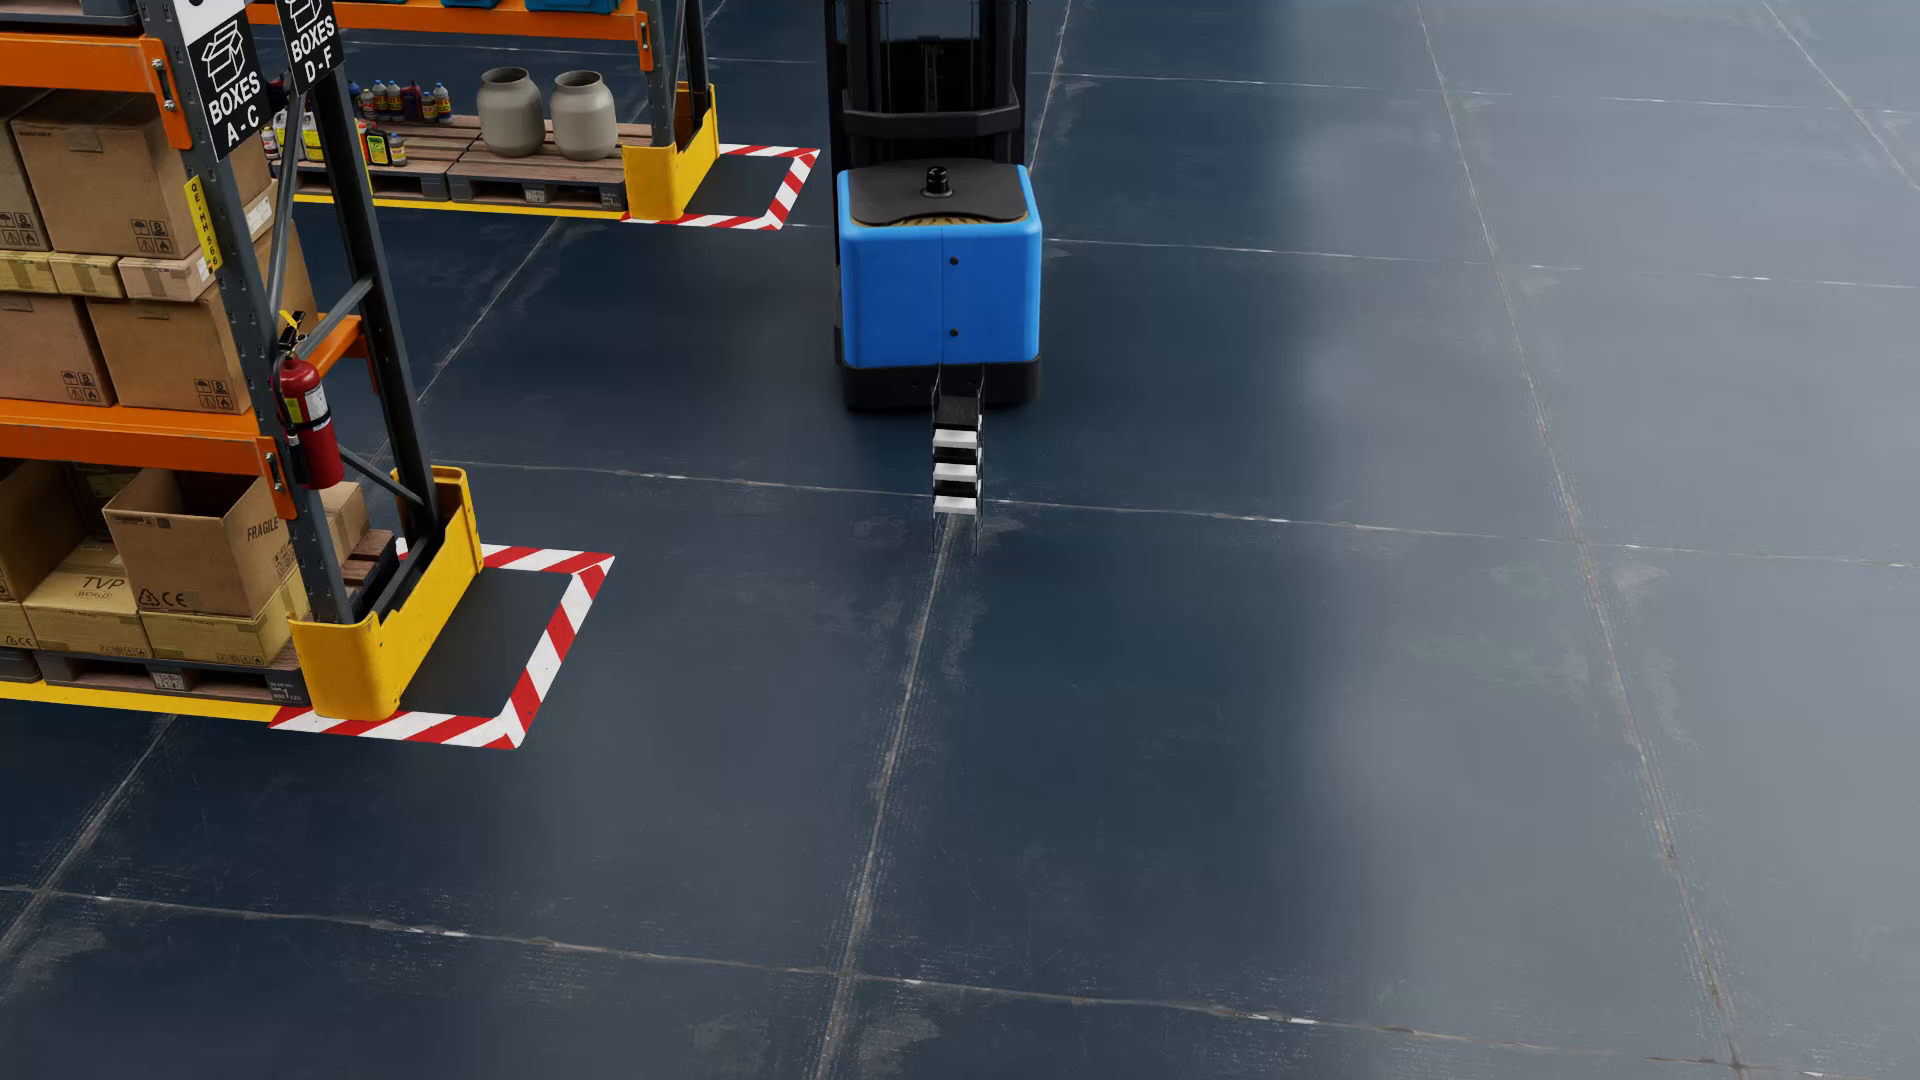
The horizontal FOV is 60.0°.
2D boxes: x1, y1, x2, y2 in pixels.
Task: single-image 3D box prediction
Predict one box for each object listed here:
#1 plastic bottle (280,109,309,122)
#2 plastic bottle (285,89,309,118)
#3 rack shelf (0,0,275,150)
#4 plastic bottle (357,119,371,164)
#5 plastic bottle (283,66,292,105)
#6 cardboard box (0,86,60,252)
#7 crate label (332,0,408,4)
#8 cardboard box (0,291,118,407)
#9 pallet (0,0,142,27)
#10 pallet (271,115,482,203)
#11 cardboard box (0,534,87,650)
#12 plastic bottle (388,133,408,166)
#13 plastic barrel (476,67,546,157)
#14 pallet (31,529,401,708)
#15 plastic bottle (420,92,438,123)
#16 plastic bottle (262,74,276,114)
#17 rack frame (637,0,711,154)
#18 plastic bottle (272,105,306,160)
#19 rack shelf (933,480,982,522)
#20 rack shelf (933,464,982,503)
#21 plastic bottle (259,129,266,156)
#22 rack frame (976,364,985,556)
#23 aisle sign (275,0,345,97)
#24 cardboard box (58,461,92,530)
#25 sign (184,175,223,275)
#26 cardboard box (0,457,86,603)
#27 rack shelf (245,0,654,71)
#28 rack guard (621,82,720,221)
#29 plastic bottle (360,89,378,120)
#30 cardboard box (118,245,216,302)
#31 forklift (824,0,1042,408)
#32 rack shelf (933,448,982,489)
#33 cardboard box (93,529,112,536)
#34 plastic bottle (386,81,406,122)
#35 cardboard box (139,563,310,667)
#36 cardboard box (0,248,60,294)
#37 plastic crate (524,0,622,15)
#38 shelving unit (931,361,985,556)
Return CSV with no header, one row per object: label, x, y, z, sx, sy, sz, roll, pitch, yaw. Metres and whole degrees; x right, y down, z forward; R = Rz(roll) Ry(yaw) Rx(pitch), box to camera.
plastic bottle,-4.470,-2.778,11.214,0.135,0.276,0.152,4,36,6
plastic bottle,-4.622,-3.058,11.599,0.133,0.283,0.061,4,36,6
rack shelf,-4.471,-1.891,6.043,4.000,0.370,1.077,4,36,6
plastic bottle,-3.977,-2.657,11.044,0.135,0.276,0.152,5,36,6
plastic bottle,-4.634,-3.146,11.665,0.185,0.351,0.144,4,36,6
cardboard box,-3.524,-1.465,6.206,0.500,0.500,0.700,3,36,5
crate label,-3.713,-3.664,10.458,0.616,0.435,0.502,4,36,6
cardboard box,-3.470,-0.934,6.578,0.500,0.500,0.700,5,36,7
pallet,-3.186,-2.067,5.746,1.213,0.211,1.003,4,36,6
pallet,-3.946,-2.667,11.493,1.213,0.211,1.003,4,36,6
cardboard box,-4.051,0.198,7.084,0.500,0.250,0.500,4,36,6
plastic bottle,-3.730,-2.592,11.018,0.097,0.201,0.097,0,36,0
plastic barrel,-3.013,-2.869,11.155,0.421,0.512,0.421,0,36,0
pallet,-3.251,0.287,7.353,1.213,0.211,1.003,4,36,6
plastic bottle,-3.714,-3.030,11.632,0.097,0.201,0.097,0,36,0
plastic bottle,-4.955,-3.170,11.699,0.185,0.351,0.144,3,36,4
rack frame,-1.853,-3.669,10.496,0.127,3.000,1.000,4,36,6
plastic bottle,-4.464,-2.721,11.070,0.185,0.351,0.144,4,36,6
rack shelf,-0.008,-0.193,7.801,0.200,0.077,0.258,4,36,6
rack shelf,-0.008,-0.267,7.749,0.200,0.077,0.258,4,36,6
plastic bottle,-4.727,-2.689,11.083,0.133,0.283,0.061,6,36,8
rack frame,0.093,-0.359,7.667,0.006,0.900,0.240,4,36,6
aisle sign,-2.383,-2.045,5.983,0.004,0.787,0.394,4,36,6
cardboard box,-3.985,-0.405,7.284,0.500,0.500,0.500,4,36,6
sign,-2.570,-1.071,5.656,0.005,0.325,0.100,4,36,6
cardboard box,-4.051,-0.106,6.864,0.500,0.500,0.500,4,36,6
rack shelf,-3.837,-3.524,10.913,4.000,0.370,1.077,4,36,6
rack guard,-1.934,-2.630,11.192,0.348,0.500,1.175,4,36,6
plastic bottle,-4.149,-3.063,11.677,0.097,0.201,0.097,0,36,0
cardboard box,-2.891,-1.038,6.166,0.250,0.149,0.380,4,36,5
forklift,-0.201,-2.726,9.235,1.130,2.935,3.031,-3,36,-4
rack shelf,-0.008,-0.340,7.697,0.200,0.077,0.258,4,36,6
cardboard box,-3.488,-0.070,7.458,0.500,0.250,0.500,4,36,6
plastic bottle,-3.952,-3.076,11.636,0.097,0.271,0.097,0,36,0
cardboard box,-3.057,0.264,6.991,0.500,0.250,0.500,4,36,6
cardboard box,-3.404,-1.076,6.218,0.250,0.149,0.380,4,36,5
plastic crate,-2.387,-3.473,10.350,0.616,0.251,0.499,4,36,6
shelving unit,-0.008,-0.367,7.677,0.210,0.900,0.258,4,36,6
